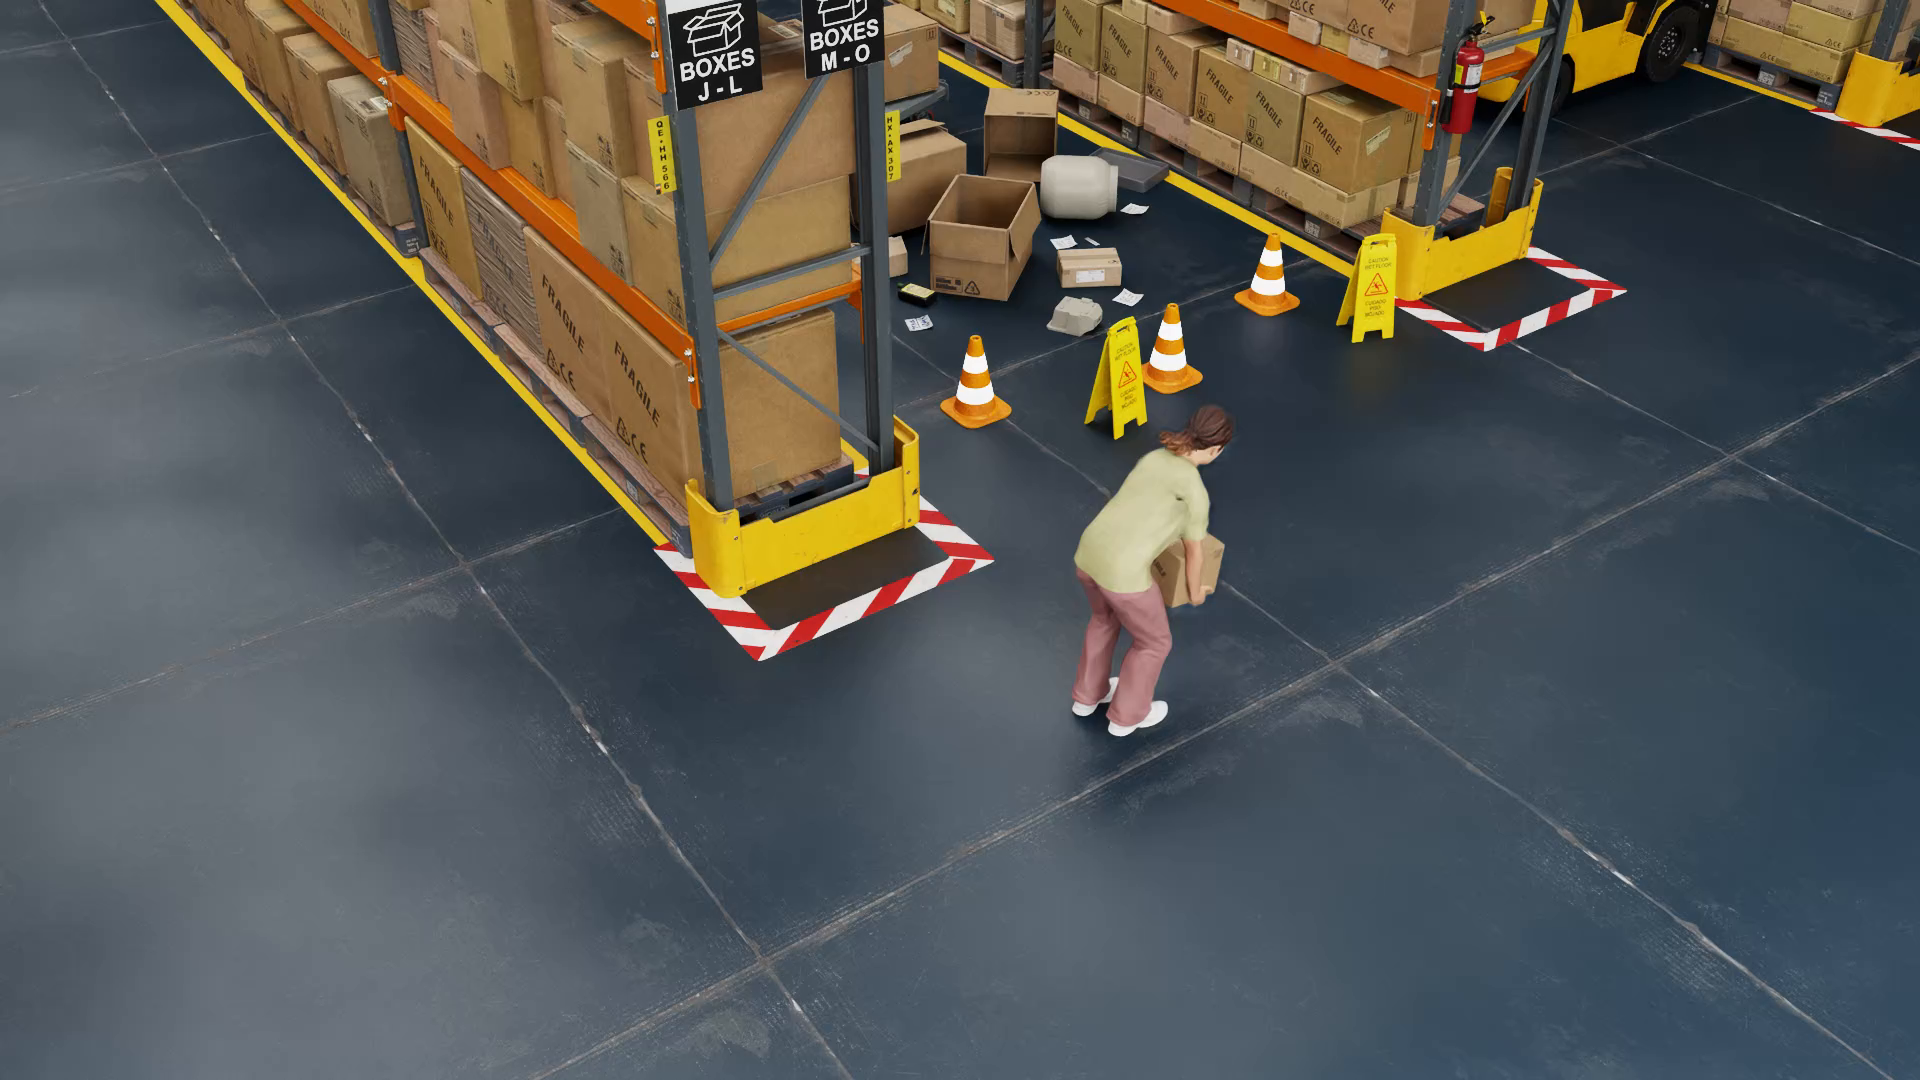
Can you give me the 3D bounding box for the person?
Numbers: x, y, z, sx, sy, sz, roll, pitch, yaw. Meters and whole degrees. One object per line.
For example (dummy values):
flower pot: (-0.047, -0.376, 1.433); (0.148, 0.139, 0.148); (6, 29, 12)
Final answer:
person: (0.816, 0.136, 7.015); (0.730, 1.445, 0.398); (-24, 43, -28)
